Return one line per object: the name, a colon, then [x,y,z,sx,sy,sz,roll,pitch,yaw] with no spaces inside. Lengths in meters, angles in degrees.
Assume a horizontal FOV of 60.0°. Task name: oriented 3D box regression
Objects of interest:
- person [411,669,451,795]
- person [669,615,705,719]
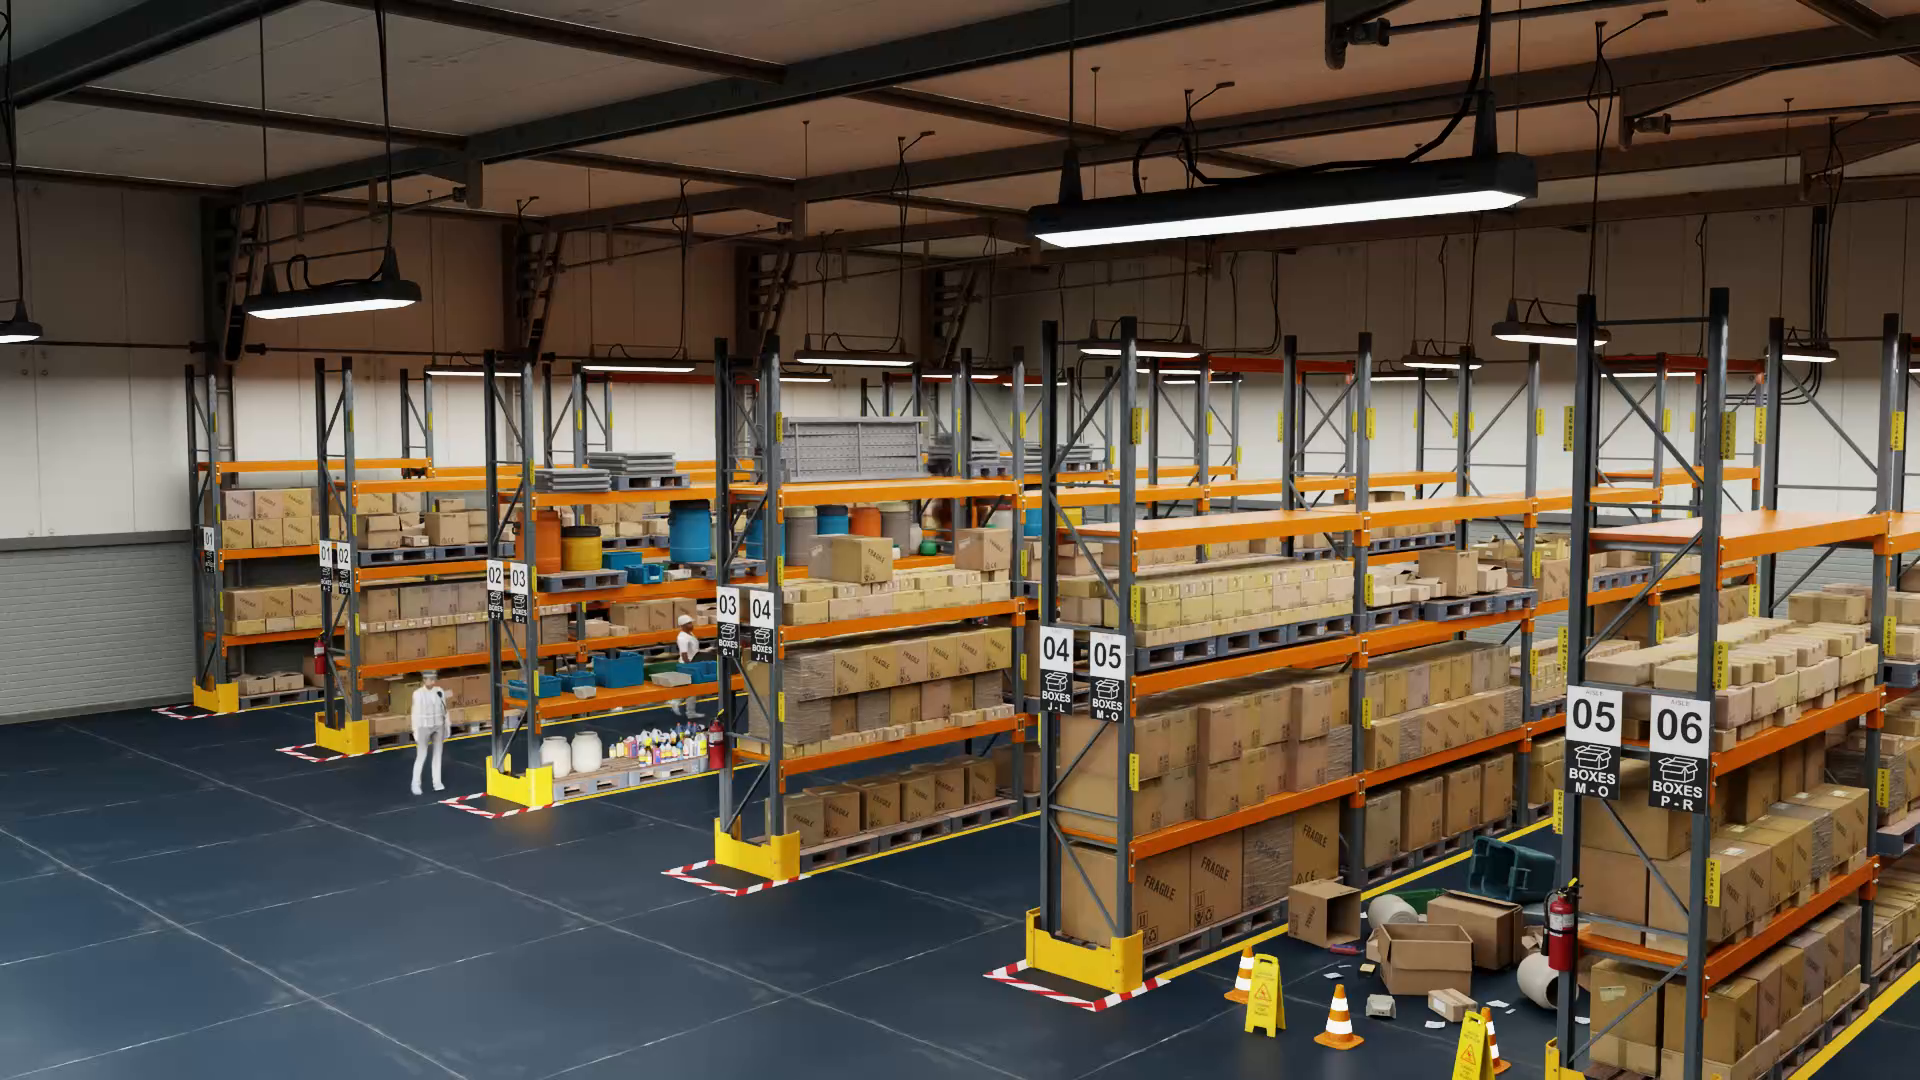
person: [-7.261,2.620,22.758,0.581,1.722,0.371,-4,6,-43]
person: [-4.596,2.132,27.978,0.603,1.756,0.579,-1,5,-13]
